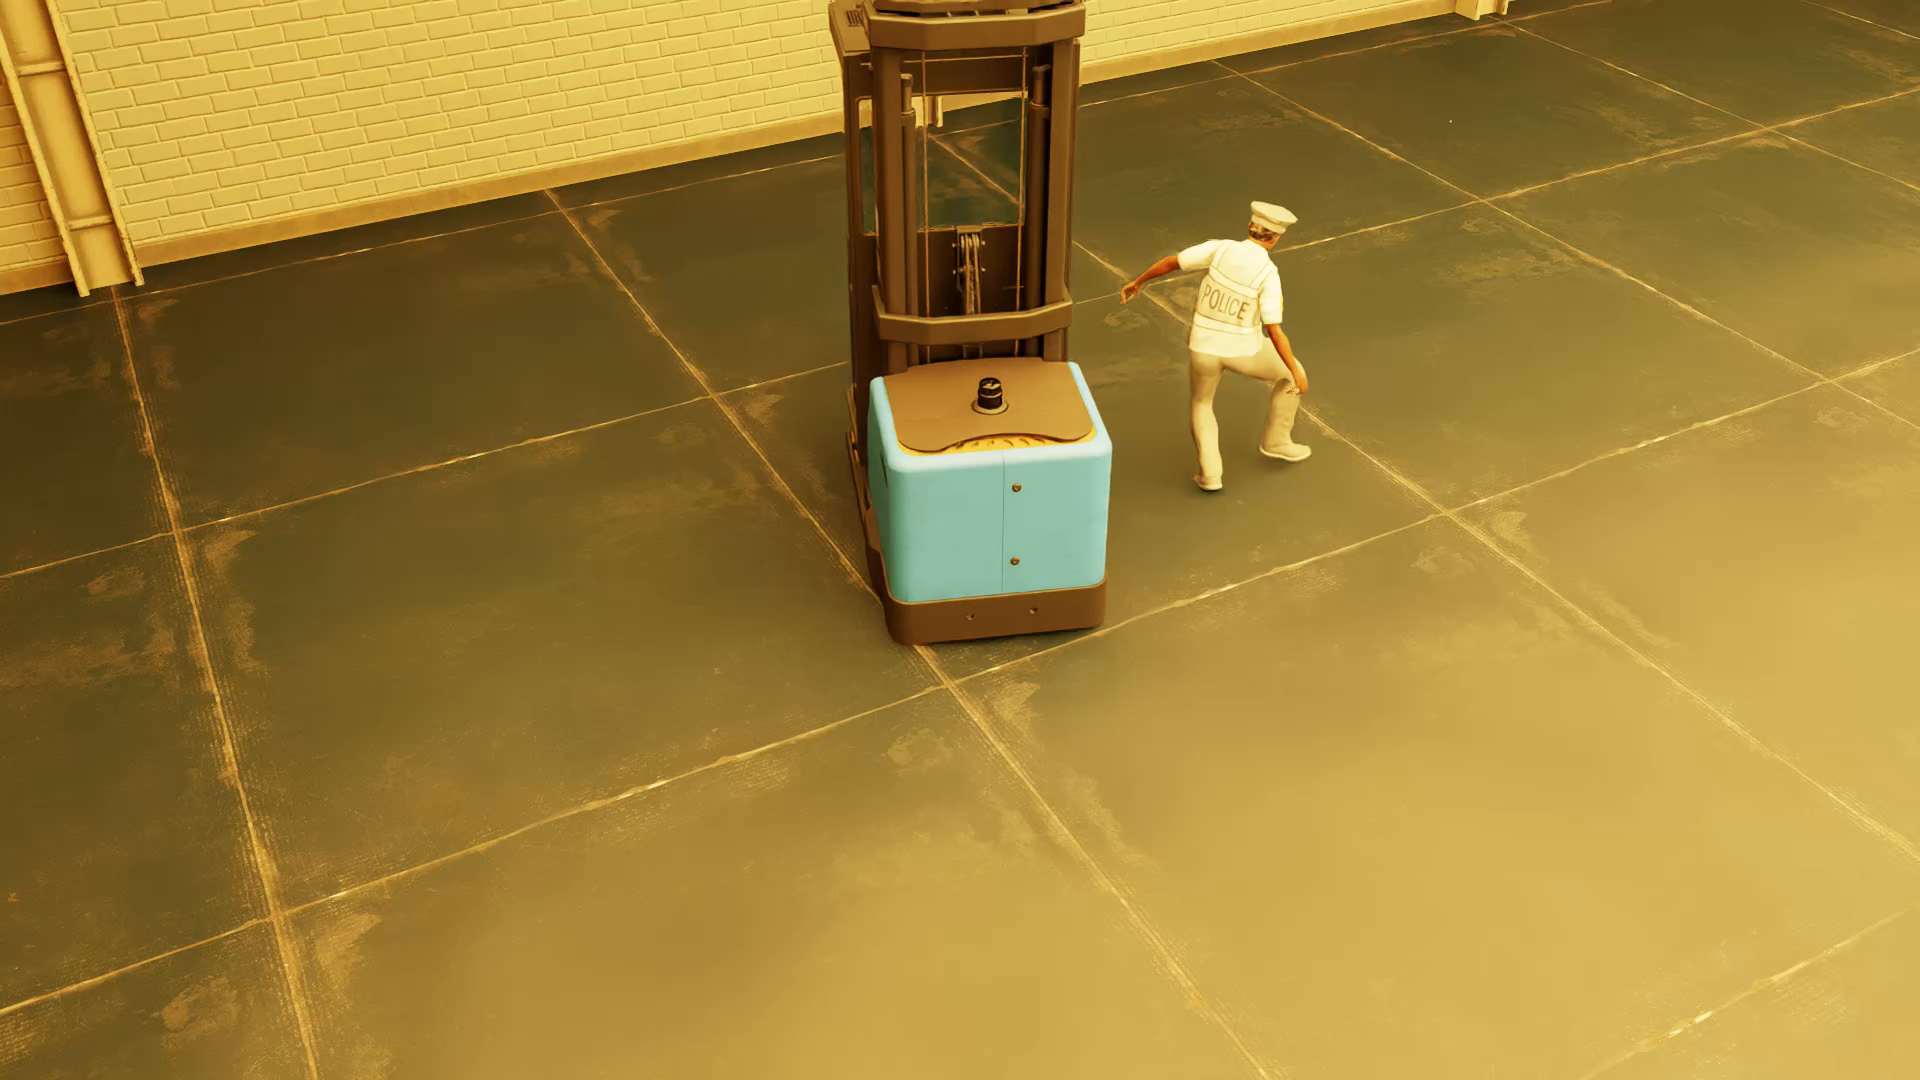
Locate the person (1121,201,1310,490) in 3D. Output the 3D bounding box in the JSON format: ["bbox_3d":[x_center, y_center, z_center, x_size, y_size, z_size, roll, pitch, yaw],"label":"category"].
[{"bbox_3d":[1.352,-1.019,8.834,1.080,1.589,0.560,15,38,20],"label":"person"}]

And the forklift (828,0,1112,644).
[{"bbox_3d":[-0.034,-1.546,8.310,1.130,2.935,3.031,-5,36,-7],"label":"forklift"}]
